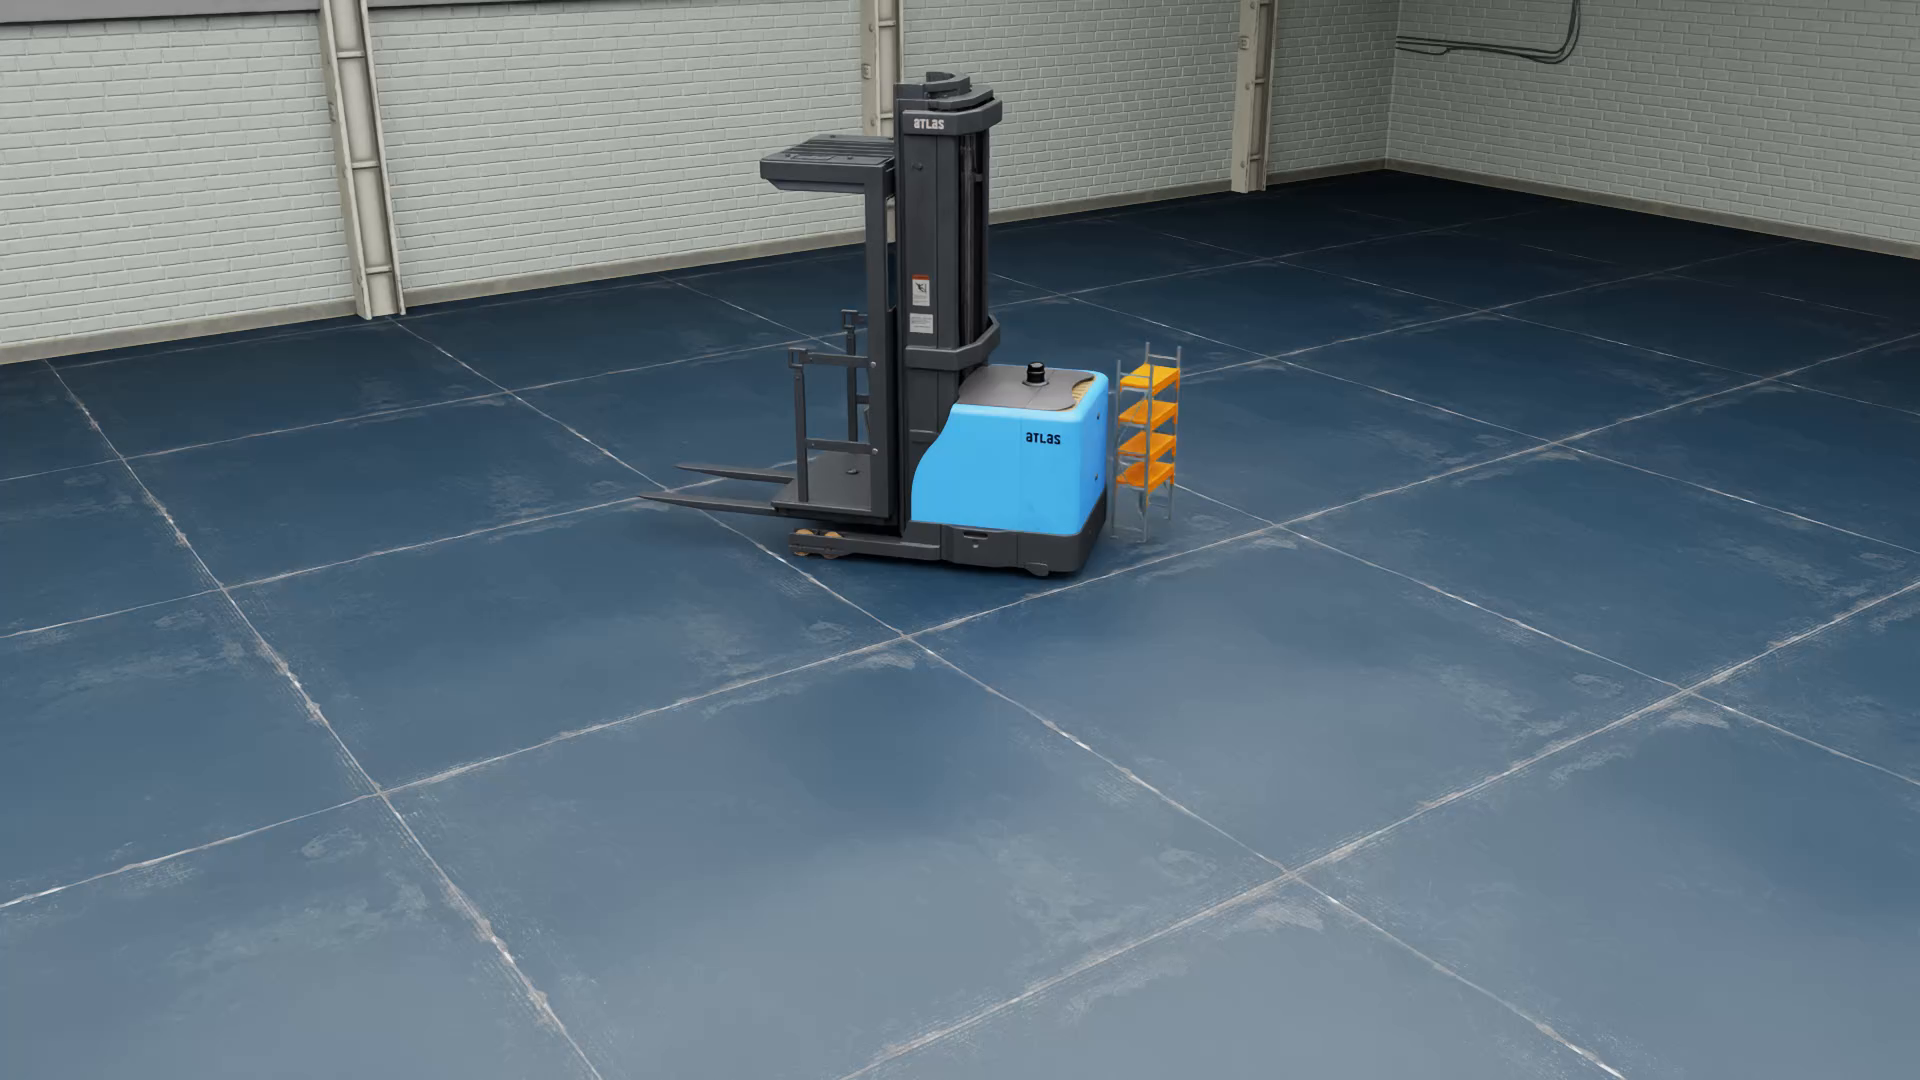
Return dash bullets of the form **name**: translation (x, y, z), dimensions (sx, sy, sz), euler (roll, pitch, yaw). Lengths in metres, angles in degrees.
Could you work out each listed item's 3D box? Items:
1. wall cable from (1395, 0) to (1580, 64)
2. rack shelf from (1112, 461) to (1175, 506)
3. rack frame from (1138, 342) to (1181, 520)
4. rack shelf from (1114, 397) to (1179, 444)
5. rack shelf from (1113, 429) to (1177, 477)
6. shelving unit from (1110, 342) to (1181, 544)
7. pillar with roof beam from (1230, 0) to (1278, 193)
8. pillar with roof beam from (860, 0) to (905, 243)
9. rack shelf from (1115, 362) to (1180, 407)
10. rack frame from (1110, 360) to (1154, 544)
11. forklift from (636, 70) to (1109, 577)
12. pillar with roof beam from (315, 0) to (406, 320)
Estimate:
- **wall cable**: translation (7.150, -7.826, 22.555), dimensions (0.112, 2.526, 3.097), euler (-15, 26, -33)
- **rack shelf**: translation (1.213, -0.390, 10.971), dimensions (0.258, 0.148, 0.480), euler (11, 24, 25)
- **rack frame**: translation (1.326, -0.717, 11.073), dimensions (0.240, 1.200, 0.015), euler (11, 24, 25)
- **rack shelf**: translation (1.213, -0.782, 10.814), dimensions (0.258, 0.148, 0.480), euler (11, 24, 25)
- **rack shelf**: translation (1.213, -0.574, 10.897), dimensions (0.258, 0.148, 0.480), euler (11, 24, 25)
- **shelving unit**: translation (1.213, -0.637, 10.872), dimensions (0.258, 1.200, 0.503), euler (11, 24, 25)
- **pillar with roof beam**: translation (6.501, -7.733, 18.133), dimensions (0.400, 9.000, 9.100), euler (-15, 26, -33)
- **pillar with roof beam**: translation (1.630, -6.434, 14.878), dimensions (0.400, 9.000, 9.100), euler (-15, 26, -33)
- **rack shelf**: translation (1.214, -1.002, 10.726), dimensions (0.258, 0.148, 0.480), euler (11, 24, 25)
- **rack frame**: translation (1.101, -0.556, 10.671), dimensions (0.240, 1.200, 0.015), euler (11, 24, 25)
- **forklift**: translation (-0.605, -1.422, 10.506), dimensions (3.031, 2.935, 1.130), euler (6, 22, 14)
- **pillar with roof beam**: translation (-3.240, -5.135, 11.624), dimensions (0.400, 9.000, 9.100), euler (-15, 26, -33)
